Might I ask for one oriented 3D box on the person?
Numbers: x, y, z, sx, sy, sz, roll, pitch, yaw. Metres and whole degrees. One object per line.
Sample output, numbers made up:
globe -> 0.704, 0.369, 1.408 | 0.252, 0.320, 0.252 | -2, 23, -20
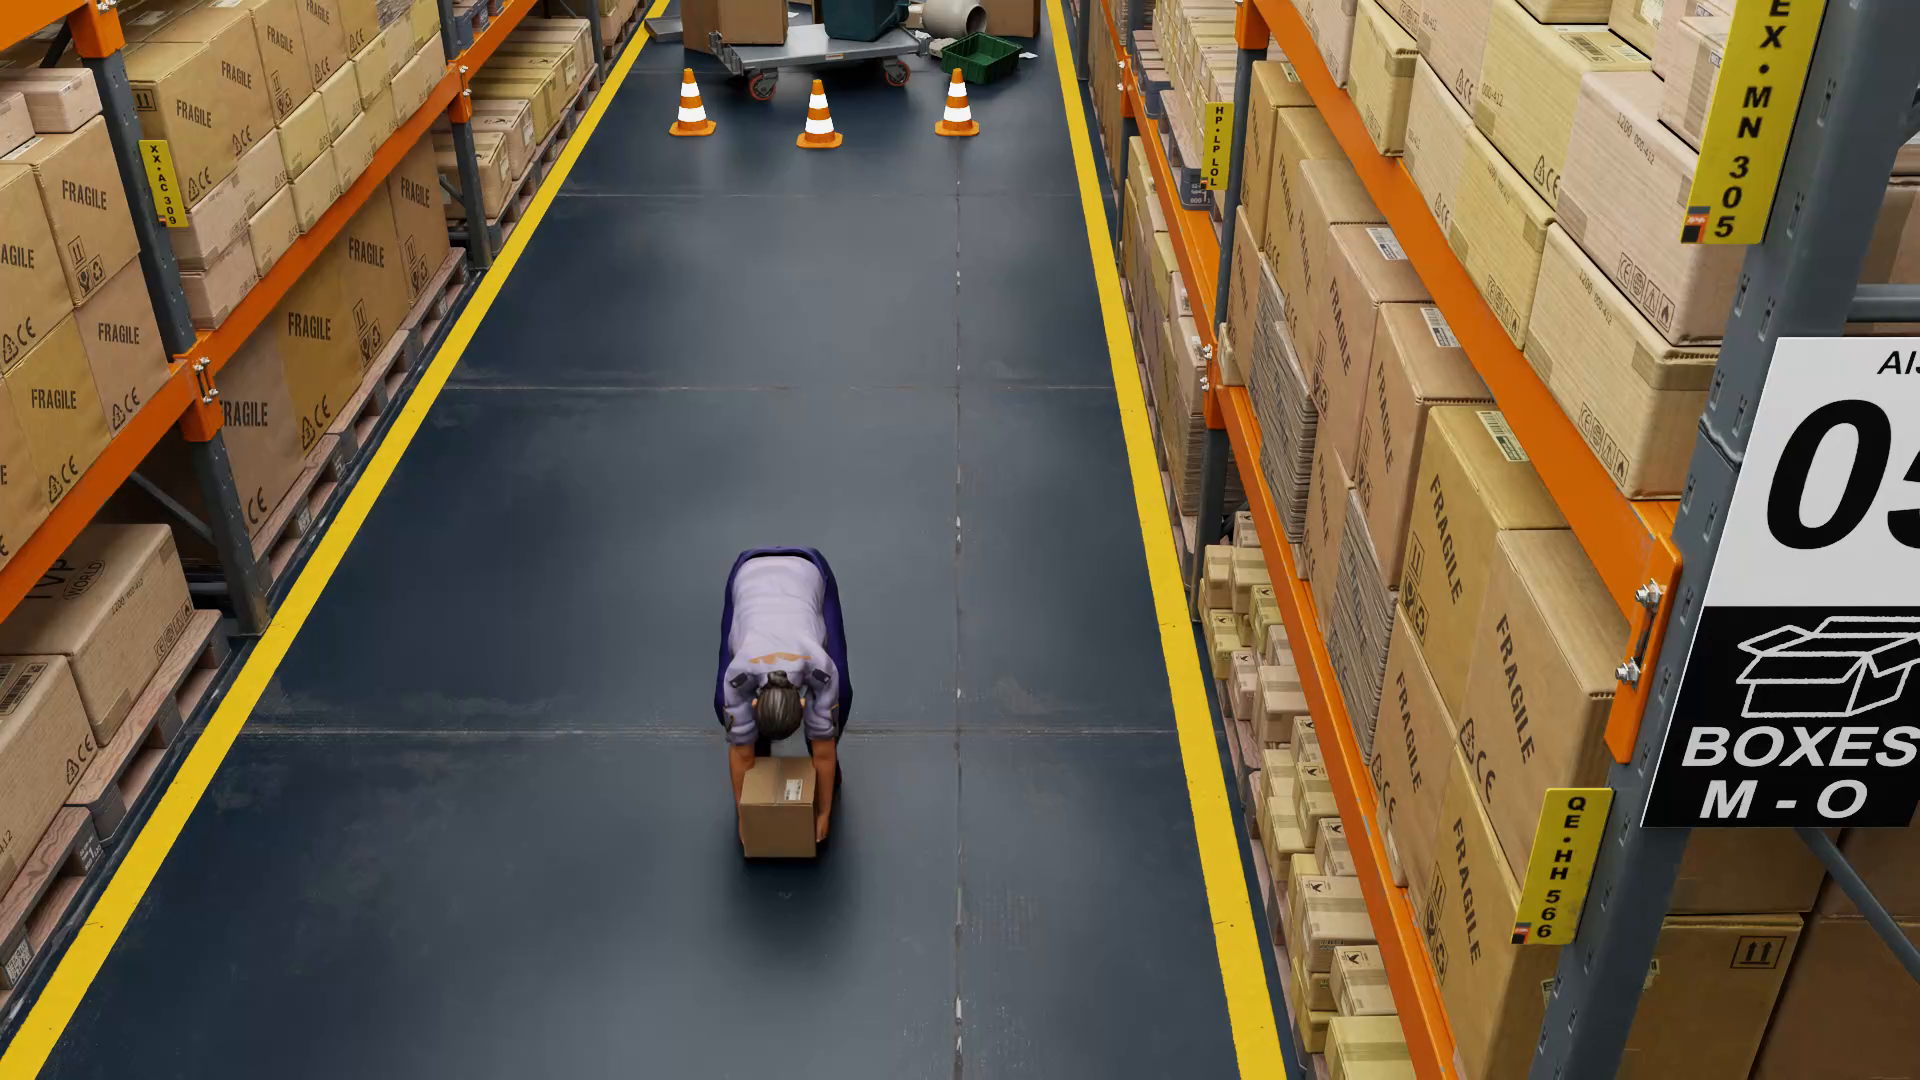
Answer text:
person -> -0.636, 0.559, 5.977 | 0.502, 0.881, 0.898 | -2, 32, -3
